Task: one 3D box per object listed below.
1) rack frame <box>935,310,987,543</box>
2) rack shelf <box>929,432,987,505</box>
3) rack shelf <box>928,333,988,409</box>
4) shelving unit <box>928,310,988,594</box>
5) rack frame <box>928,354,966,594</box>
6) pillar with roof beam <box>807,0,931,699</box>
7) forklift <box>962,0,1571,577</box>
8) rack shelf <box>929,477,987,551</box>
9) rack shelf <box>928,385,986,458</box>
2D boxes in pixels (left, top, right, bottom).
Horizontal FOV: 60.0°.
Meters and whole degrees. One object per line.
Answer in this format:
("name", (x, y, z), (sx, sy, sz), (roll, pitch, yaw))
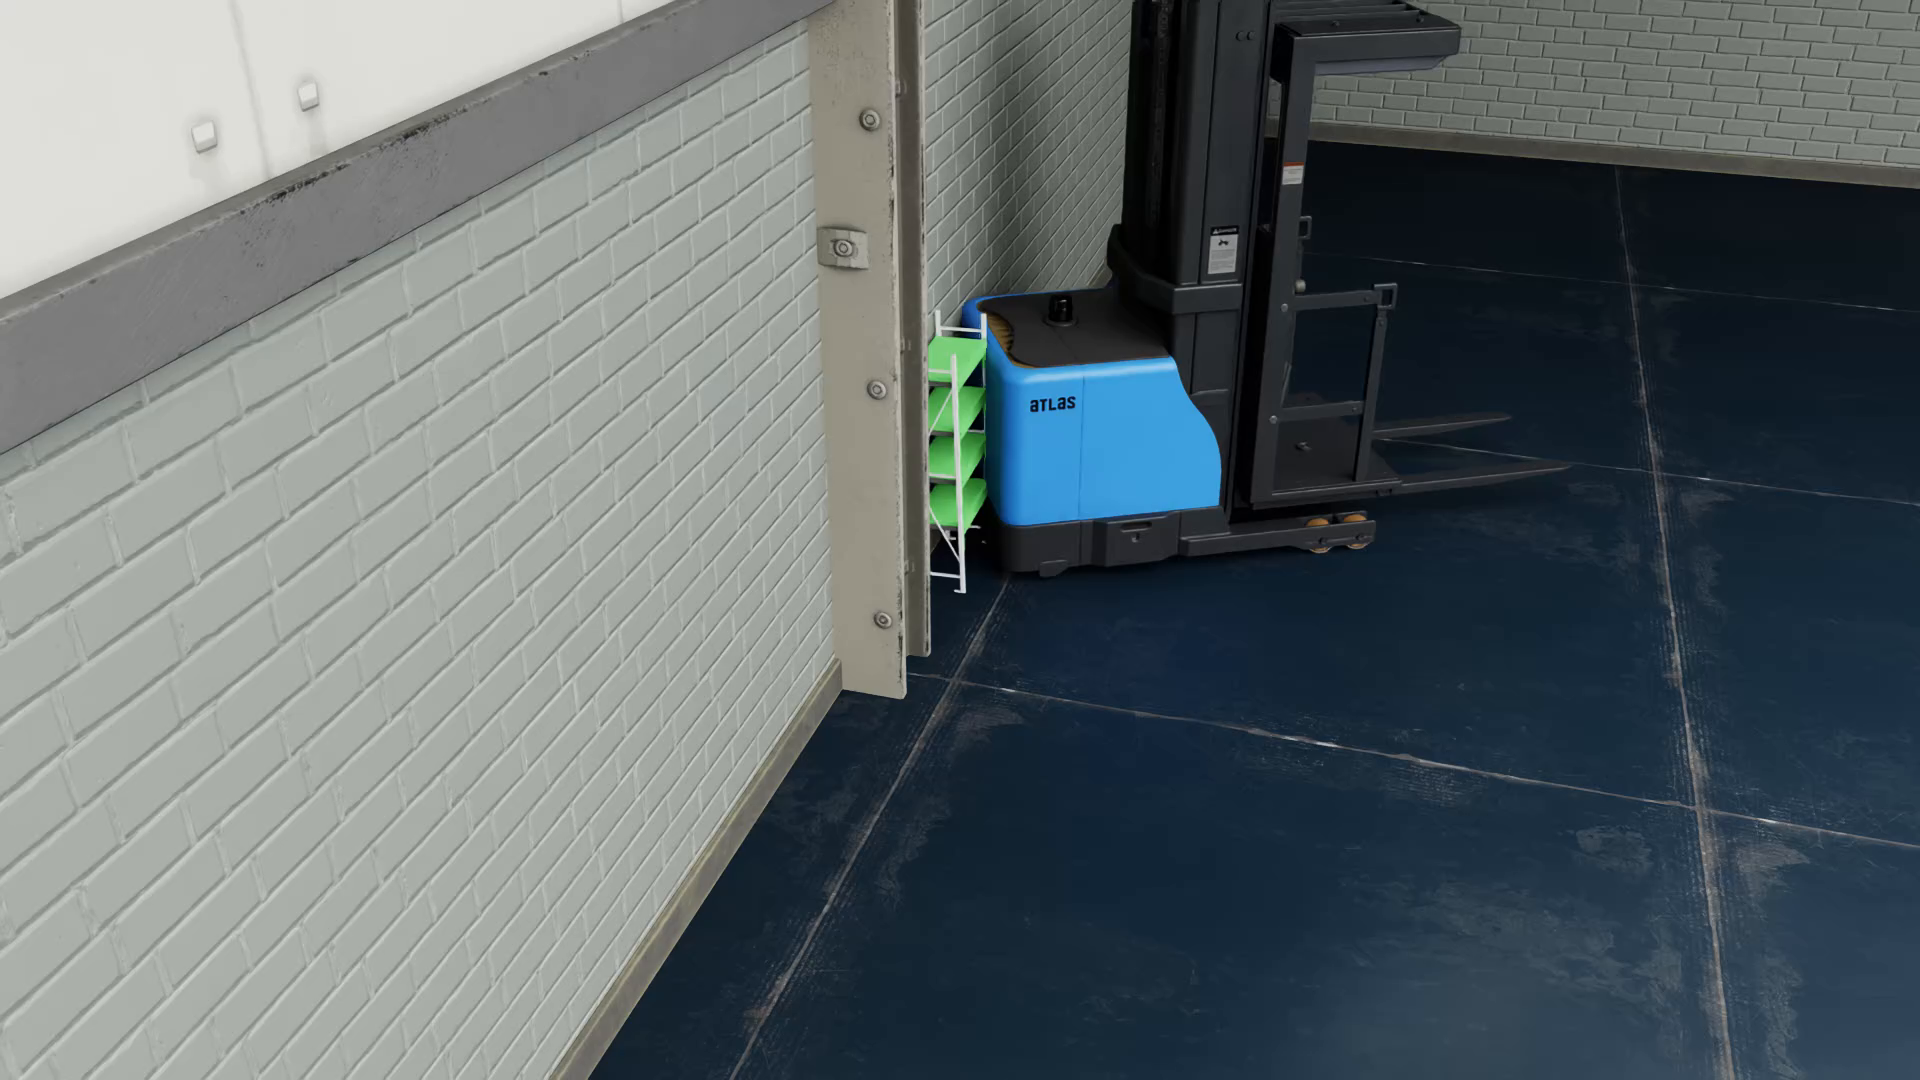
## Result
("rack frame", (0.024, -0.521, 7.933), (0.240, 1.200, 0.015), (6, 30, 15))
("rack shelf", (-0.042, -0.350, 7.760), (0.258, 0.148, 0.480), (6, 30, 15))
("rack shelf", (-0.060, -0.770, 7.528), (0.258, 0.148, 0.480), (6, 30, 15))
("shelving unit", (-0.044, -0.406, 7.729), (0.258, 1.200, 0.503), (6, 30, 15))
("rack frame", (-0.112, -0.290, 7.526), (0.240, 1.200, 0.015), (6, 30, 15))
("pillar with roof beam", (3.783, -2.758, 3.950), (9.100, 9.000, 0.400), (8, 30, 15))
("forklift", (1.563, -1.462, 7.862), (3.031, 2.935, 1.130), (-6, 30, -11))
("rack shelf", (-0.033, -0.140, 7.876), (0.258, 0.148, 0.480), (6, 30, 15))
("rack shelf", (-0.051, -0.560, 7.644), (0.258, 0.148, 0.480), (6, 30, 15))
